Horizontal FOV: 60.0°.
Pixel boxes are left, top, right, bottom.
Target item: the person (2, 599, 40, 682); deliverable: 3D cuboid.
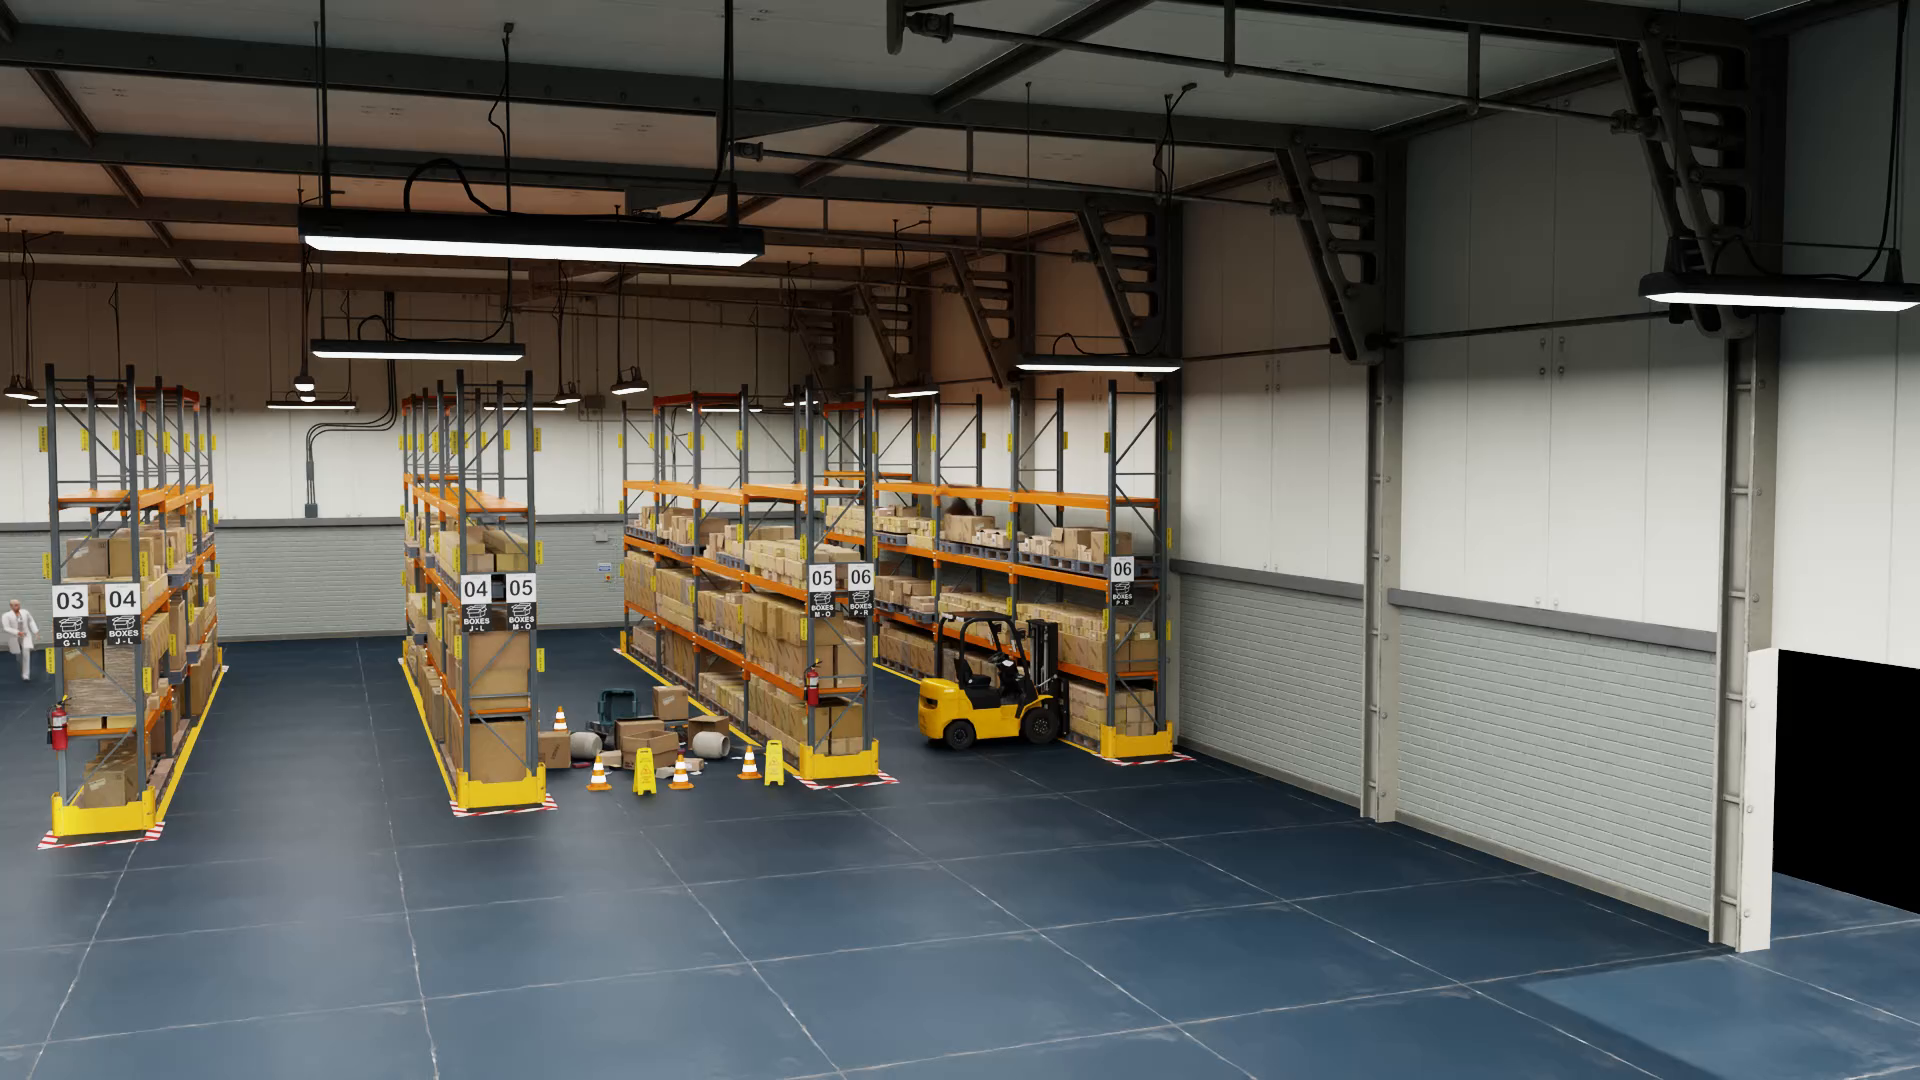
[{"bbox_3d":[-19.651,2.092,34.794,0.658,1.715,1.082,-2,4,-26],"label":"person"}]
